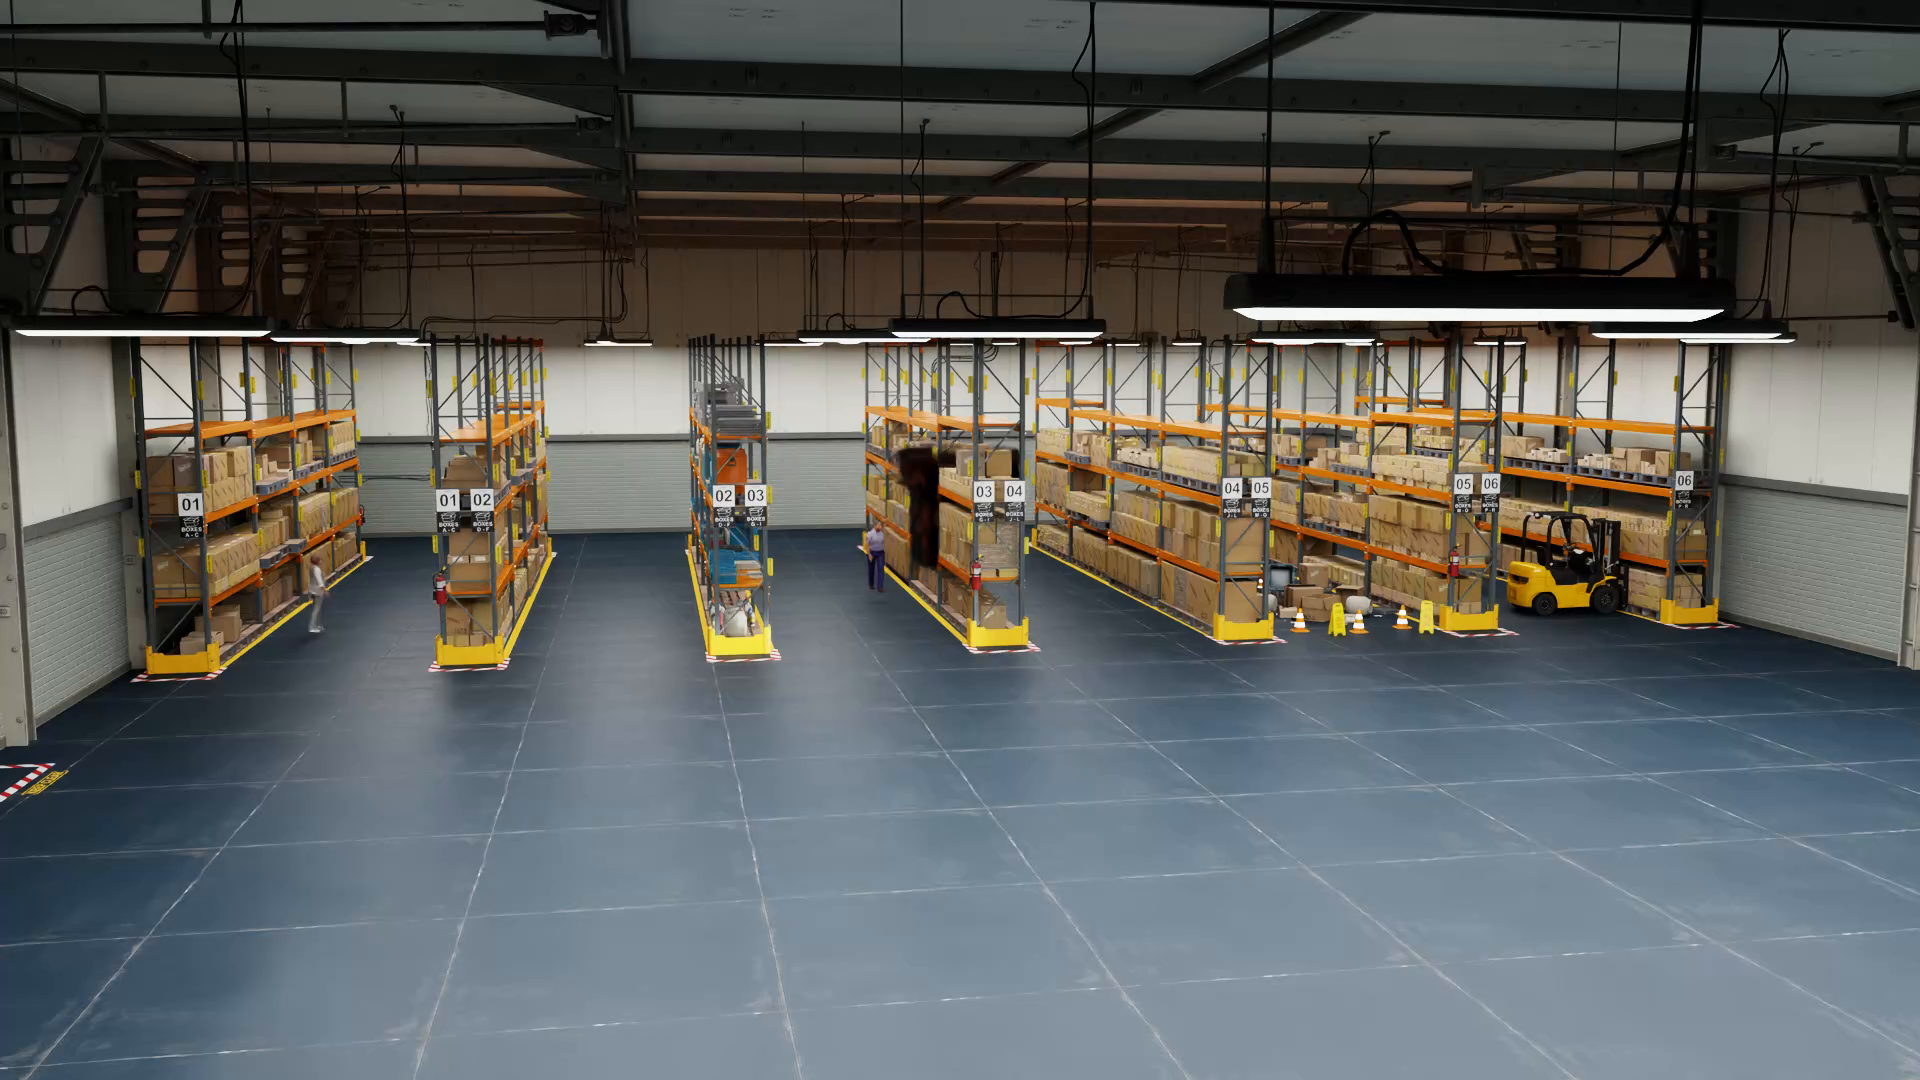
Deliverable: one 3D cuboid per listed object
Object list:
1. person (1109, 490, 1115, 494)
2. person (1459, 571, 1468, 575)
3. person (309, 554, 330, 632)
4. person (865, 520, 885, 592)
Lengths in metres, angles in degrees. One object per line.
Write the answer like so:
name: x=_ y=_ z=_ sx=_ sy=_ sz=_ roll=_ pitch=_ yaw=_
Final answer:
person: x=4.422 y=-0.659 z=48.511 sx=0.336 sy=1.665 sz=0.526 roll=-1 pitch=7 yaw=-11
person: x=12.027 y=0.264 z=39.912 sx=0.479 sy=1.762 sz=0.618 roll=3 pitch=7 yaw=22
person: x=-12.985 y=1.098 z=33.646 sx=0.475 sy=1.646 sz=0.582 roll=3 pitch=7 yaw=25
person: x=-1.902 y=0.349 z=37.385 sx=0.455 sy=1.613 sz=0.904 roll=-1 pitch=7 yaw=-5
